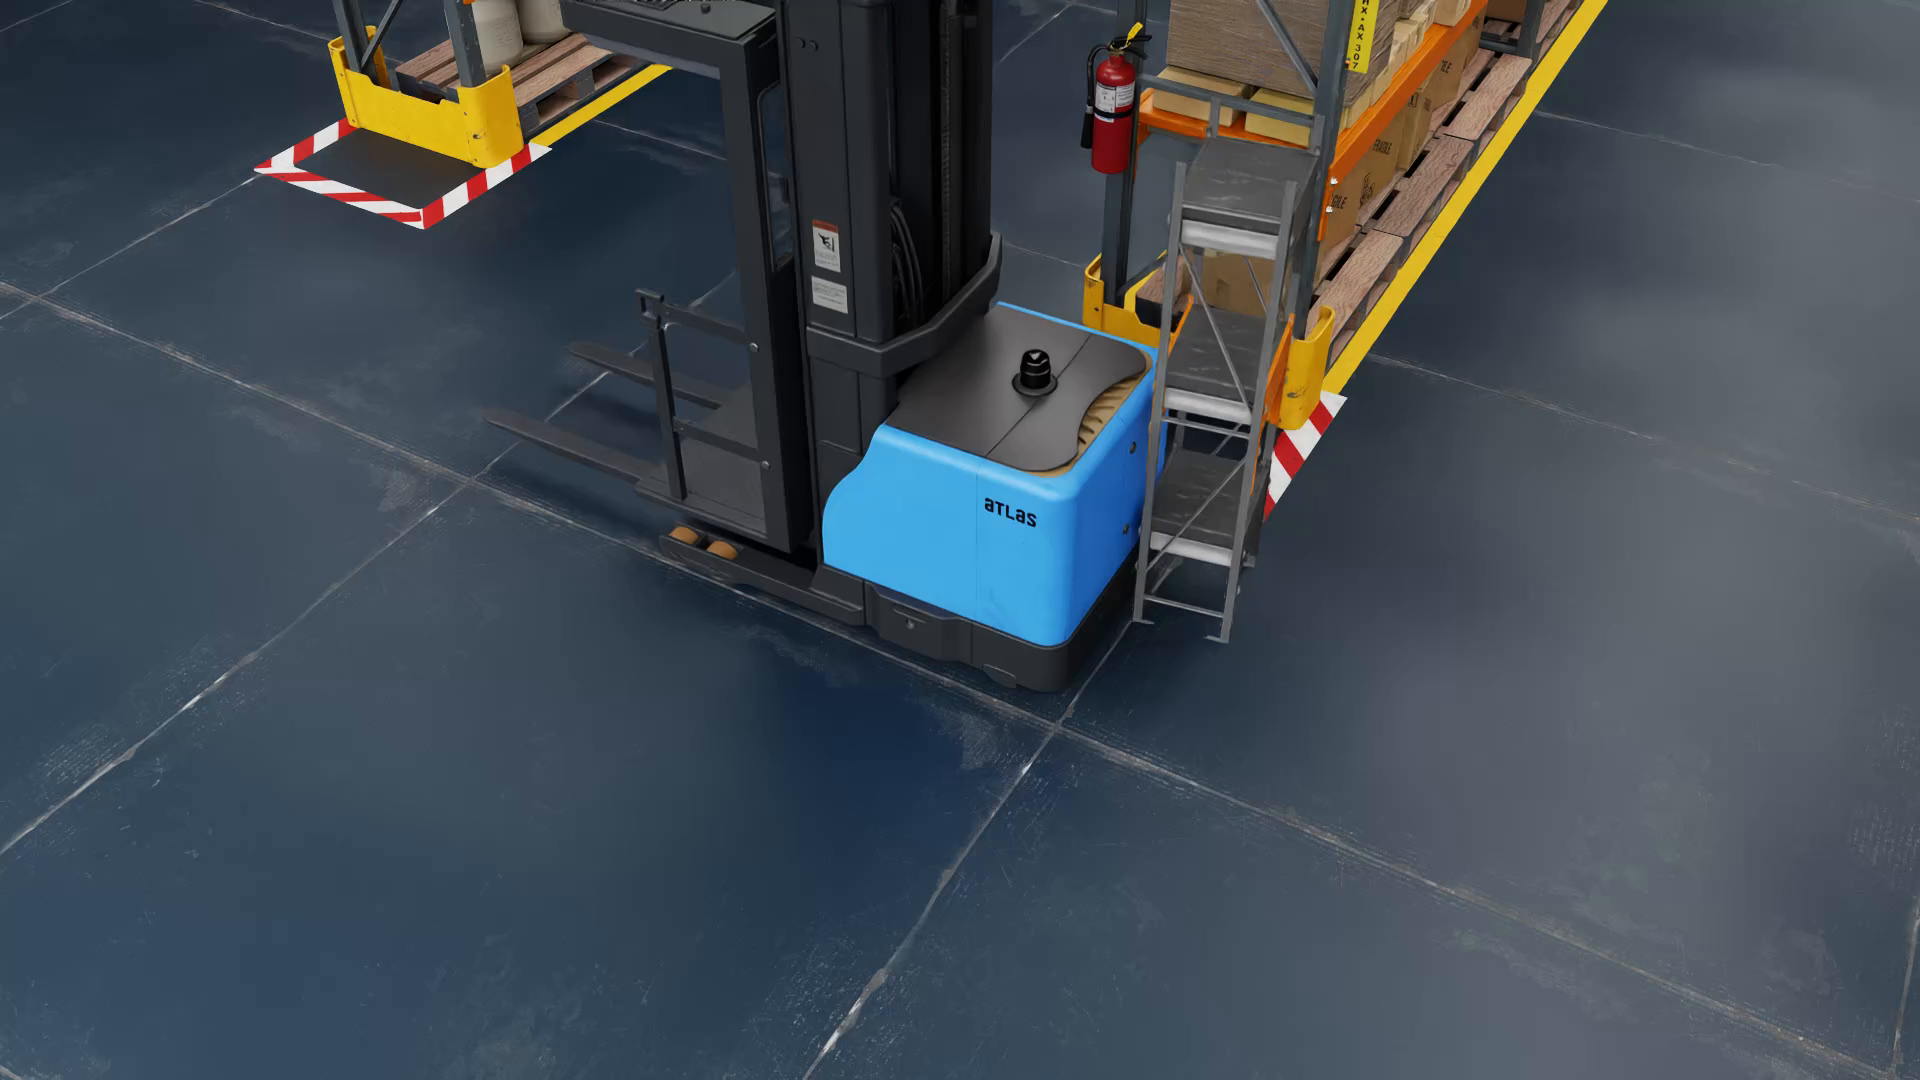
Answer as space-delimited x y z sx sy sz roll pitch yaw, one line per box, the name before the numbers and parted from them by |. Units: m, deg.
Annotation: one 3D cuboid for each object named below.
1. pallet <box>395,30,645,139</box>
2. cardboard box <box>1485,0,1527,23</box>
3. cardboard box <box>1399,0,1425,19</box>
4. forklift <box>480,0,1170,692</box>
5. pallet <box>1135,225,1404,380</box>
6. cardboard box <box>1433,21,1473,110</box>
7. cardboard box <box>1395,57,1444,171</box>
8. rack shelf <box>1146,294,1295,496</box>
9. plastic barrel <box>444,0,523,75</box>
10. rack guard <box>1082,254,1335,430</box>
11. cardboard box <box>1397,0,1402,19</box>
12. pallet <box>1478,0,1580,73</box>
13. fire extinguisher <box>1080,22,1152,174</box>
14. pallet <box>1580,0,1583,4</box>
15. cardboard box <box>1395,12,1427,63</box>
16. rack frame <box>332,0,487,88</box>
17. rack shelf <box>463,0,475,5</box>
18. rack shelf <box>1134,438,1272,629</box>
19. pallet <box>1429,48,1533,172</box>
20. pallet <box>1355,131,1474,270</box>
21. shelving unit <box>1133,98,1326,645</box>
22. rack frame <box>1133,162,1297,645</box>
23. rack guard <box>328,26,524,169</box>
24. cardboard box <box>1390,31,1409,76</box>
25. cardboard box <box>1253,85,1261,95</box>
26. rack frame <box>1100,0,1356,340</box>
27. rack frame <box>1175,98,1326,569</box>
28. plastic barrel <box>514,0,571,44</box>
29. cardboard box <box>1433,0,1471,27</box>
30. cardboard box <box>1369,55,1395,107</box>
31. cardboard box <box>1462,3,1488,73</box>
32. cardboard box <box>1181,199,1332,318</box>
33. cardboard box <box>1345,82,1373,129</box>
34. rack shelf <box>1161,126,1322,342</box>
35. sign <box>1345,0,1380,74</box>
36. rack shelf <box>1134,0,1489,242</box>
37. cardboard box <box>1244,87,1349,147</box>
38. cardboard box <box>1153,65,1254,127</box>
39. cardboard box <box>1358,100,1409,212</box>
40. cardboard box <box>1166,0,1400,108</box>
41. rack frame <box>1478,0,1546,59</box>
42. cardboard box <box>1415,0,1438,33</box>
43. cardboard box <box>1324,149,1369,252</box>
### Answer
pallet | -2.752 -2.988 10.484 1.003 0.211 1.213 21 45 22
cardboard box | 3.455 -3.735 10.780 0.700 0.500 0.500 18 44 19
cardboard box | 1.861 -2.927 8.003 0.875 0.500 0.500 21 45 22
forklift | -0.696 -1.214 6.411 3.031 2.935 1.130 20 45 21
pallet | 1.603 -1.325 8.595 1.003 0.211 1.213 21 45 22
cardboard box | 2.615 -2.837 9.776 0.500 0.500 0.500 -30 50 -30
cardboard box | 2.372 -2.456 9.343 0.500 0.500 0.500 17 44 18
rack shelf | 0.987 -0.554 6.311 0.431 0.518 0.480 14 43 15
plastic barrel | -2.897 -3.138 10.109 0.421 0.512 0.421 0 41 0
rack guard | 1.166 -0.980 7.985 1.175 0.500 0.348 21 45 22
cardboard box | 1.573 -2.655 7.695 0.875 0.500 0.500 21 45 22
pallet | 3.518 -3.563 11.136 1.003 0.211 1.213 21 45 22
fire extinguisher | 0.672 -1.932 7.233 0.296 0.674 0.183 21 45 22
pallet | 4.127 -4.264 11.932 1.003 0.211 1.213 21 45 22
cardboard box | 1.995 -2.430 7.930 0.380 0.149 0.250 21 45 22
rack frame | -3.160 -3.513 8.969 1.000 3.000 0.127 21 45 22
rack shelf | -2.160 -4.387 10.506 1.077 0.370 4.000 21 45 22
rack shelf | 0.987 -0.028 6.773 0.431 0.518 0.480 14 43 15
pallet | 2.824 -2.721 10.180 1.003 0.211 1.213 21 45 22
pallet | 2.214 -2.020 9.384 1.003 0.211 1.213 21 45 22
shelving unit | 0.987 -0.564 6.301 0.431 2.100 0.503 14 43 15
rack frame | 0.903 -0.412 6.129 0.400 2.100 0.015 14 43 15
rack guard | -3.163 -2.634 9.862 1.175 0.500 0.348 21 45 22
cardboard box | 1.864 -2.289 7.770 0.380 0.149 0.250 21 45 22
cardboard box | 1.217 -2.154 7.617 0.380 0.149 0.250 21 45 22
rack frame | 1.128 -1.875 7.109 1.000 3.000 0.127 21 45 22
rack frame | 1.071 -0.715 6.474 0.400 2.100 0.015 14 43 15
plastic barrel | -2.646 -3.425 10.435 0.421 0.512 0.421 0 41 0
cardboard box | 2.311 -2.691 8.226 0.380 0.149 0.250 21 45 22
cardboard box | 1.757 -2.139 7.600 0.380 0.149 0.250 21 45 22
cardboard box | 2.895 -3.167 10.151 0.500 0.500 0.500 20 45 21
cardboard box | 1.455 -1.446 8.196 0.500 0.500 0.500 30 49 29
cardboard box | 1.619 -2.001 7.443 0.380 0.149 0.250 21 45 22
rack shelf | 0.987 -1.079 5.848 0.431 0.518 0.480 14 43 15
sign | 1.598 -2.020 6.619 0.100 0.325 0.005 21 45 22
rack shelf | 2.129 -2.749 8.646 1.077 0.370 4.000 21 45 22
cardboard box | 1.477 -1.865 7.288 0.380 0.149 0.250 21 45 22
cardboard box | 1.092 -2.012 7.455 0.380 0.149 0.250 21 45 22
cardboard box | 2.054 -2.151 8.997 0.500 0.500 0.500 25 47 26
cardboard box | 1.427 -2.329 7.325 0.875 0.500 0.500 21 45 22
rack frame | 3.129 -4.163 9.708 1.000 3.000 0.127 21 45 22
cardboard box | 2.097 -2.582 8.102 0.380 0.149 0.250 21 45 22
cardboard box | 1.724 -1.799 8.597 0.500 0.500 0.500 -33 51 -32
